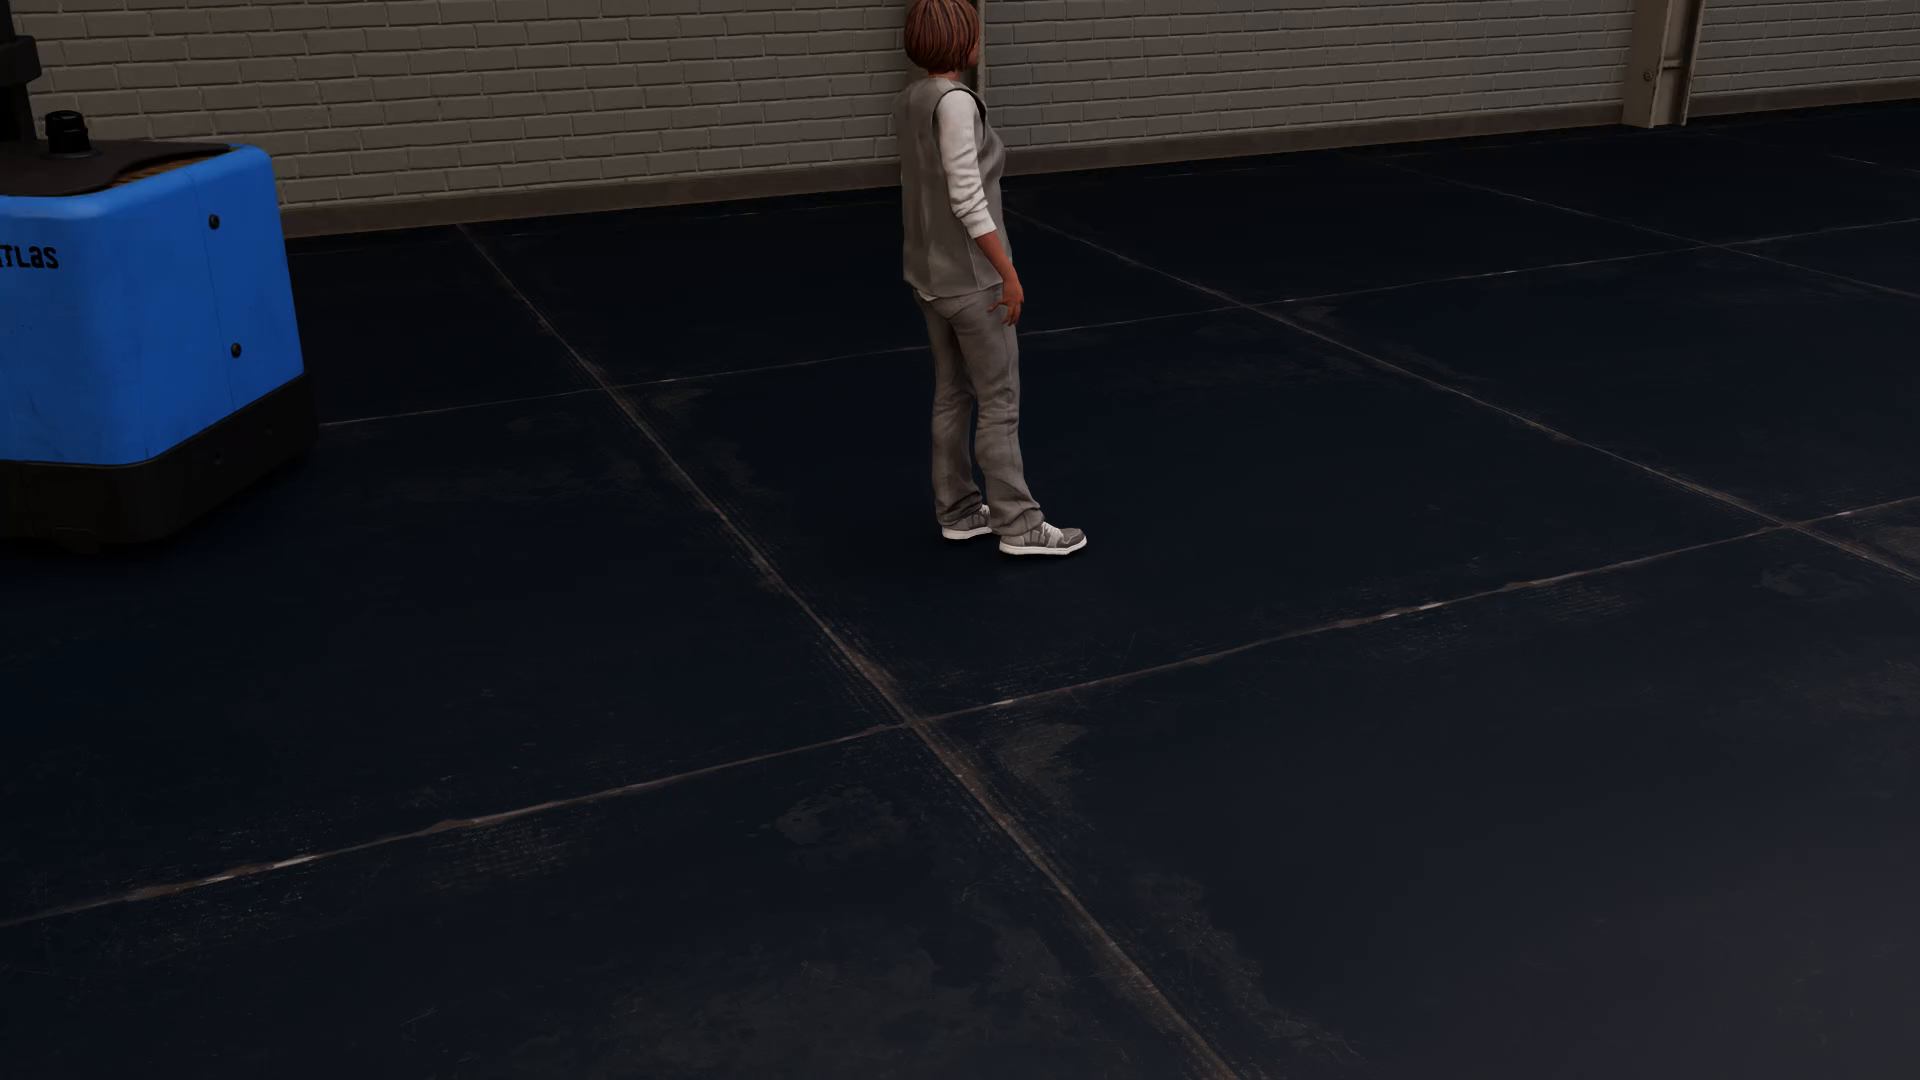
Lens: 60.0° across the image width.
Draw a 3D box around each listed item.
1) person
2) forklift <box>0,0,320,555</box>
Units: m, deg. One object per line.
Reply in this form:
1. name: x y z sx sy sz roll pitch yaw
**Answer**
1. person: 0.074 -0.752 4.815 0.473 1.599 0.520 -10 25 -23
2. forklift: -3.782 -1.555 5.030 3.031 2.935 1.130 3 23 8
